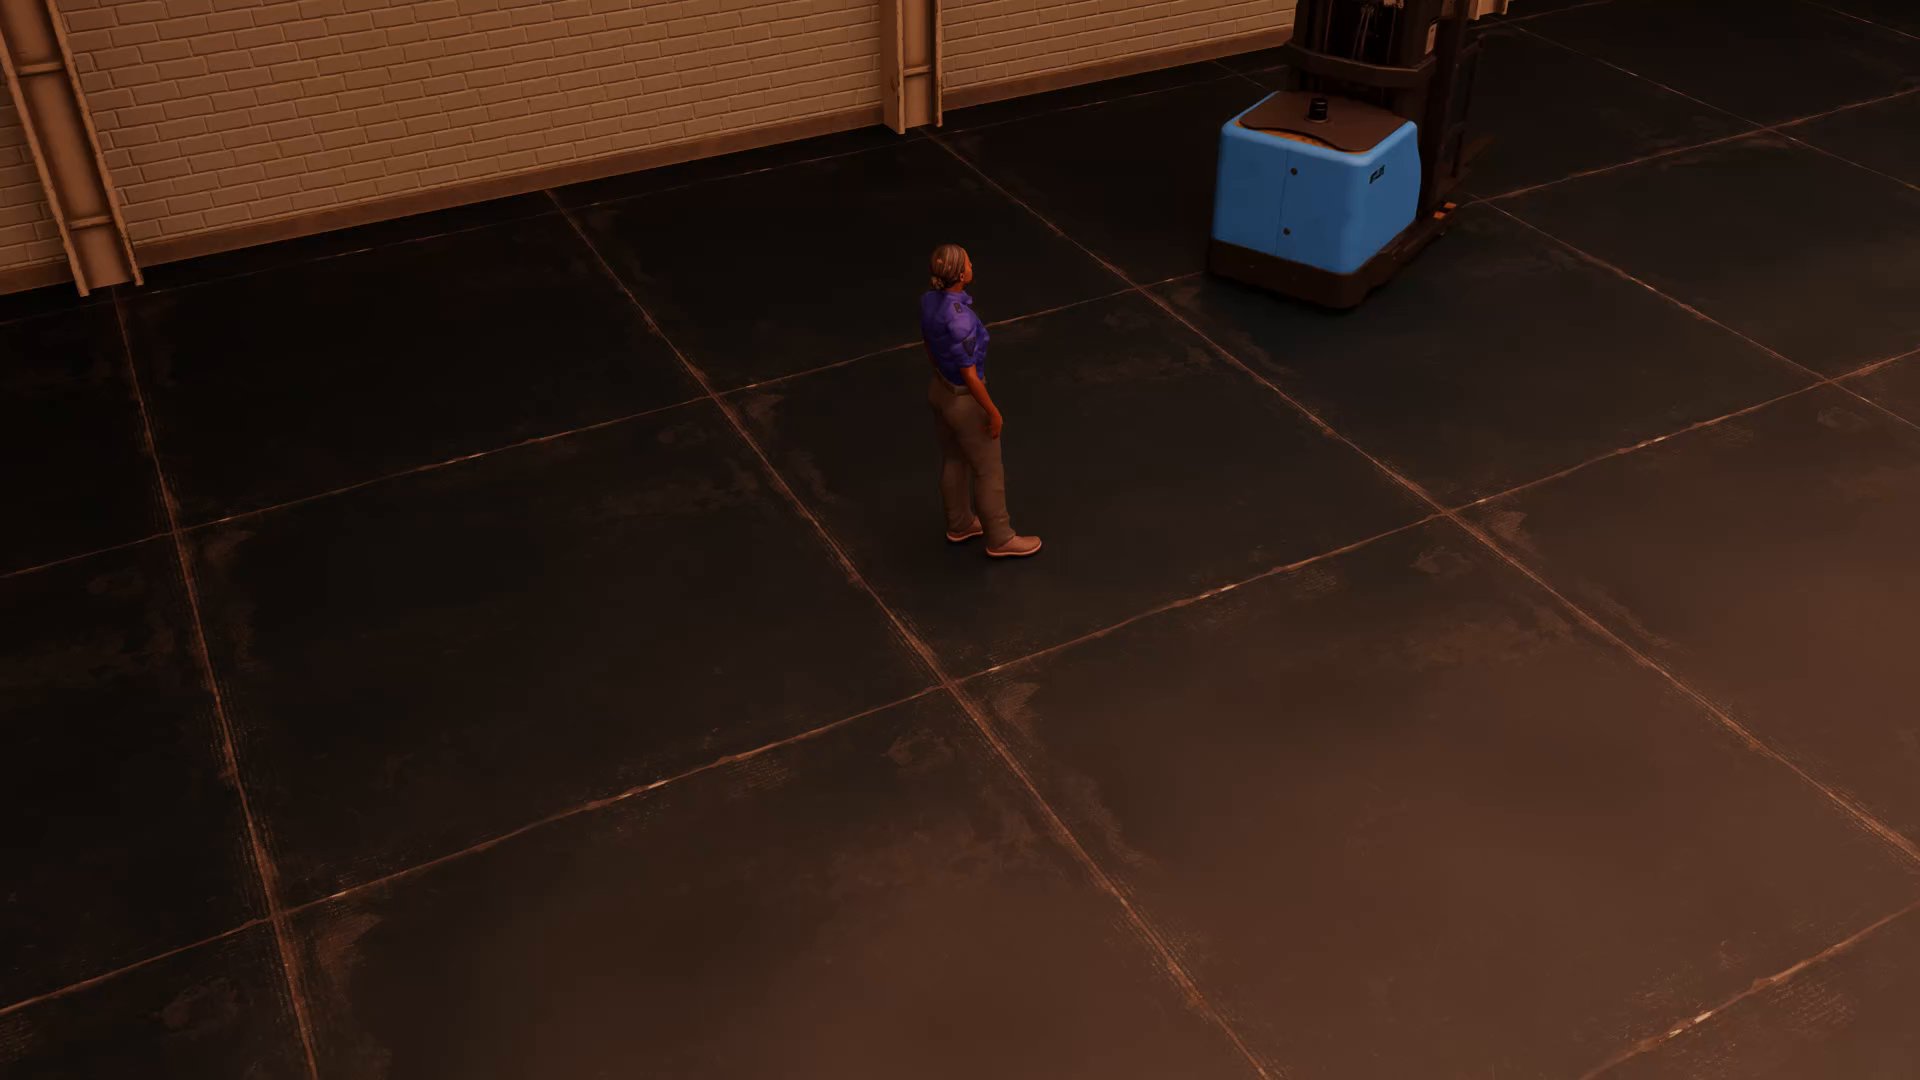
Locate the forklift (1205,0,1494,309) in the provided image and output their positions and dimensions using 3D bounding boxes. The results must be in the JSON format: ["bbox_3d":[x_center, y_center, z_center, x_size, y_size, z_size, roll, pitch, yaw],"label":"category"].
[{"bbox_3d":[2.903,-3.479,11.045,1.130,2.935,3.031,22,41,28],"label":"forklift"}]

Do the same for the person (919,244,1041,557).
[{"bbox_3d":[0.087,-0.691,8.203,0.503,1.644,0.569,-17,39,-23],"label":"person"}]
